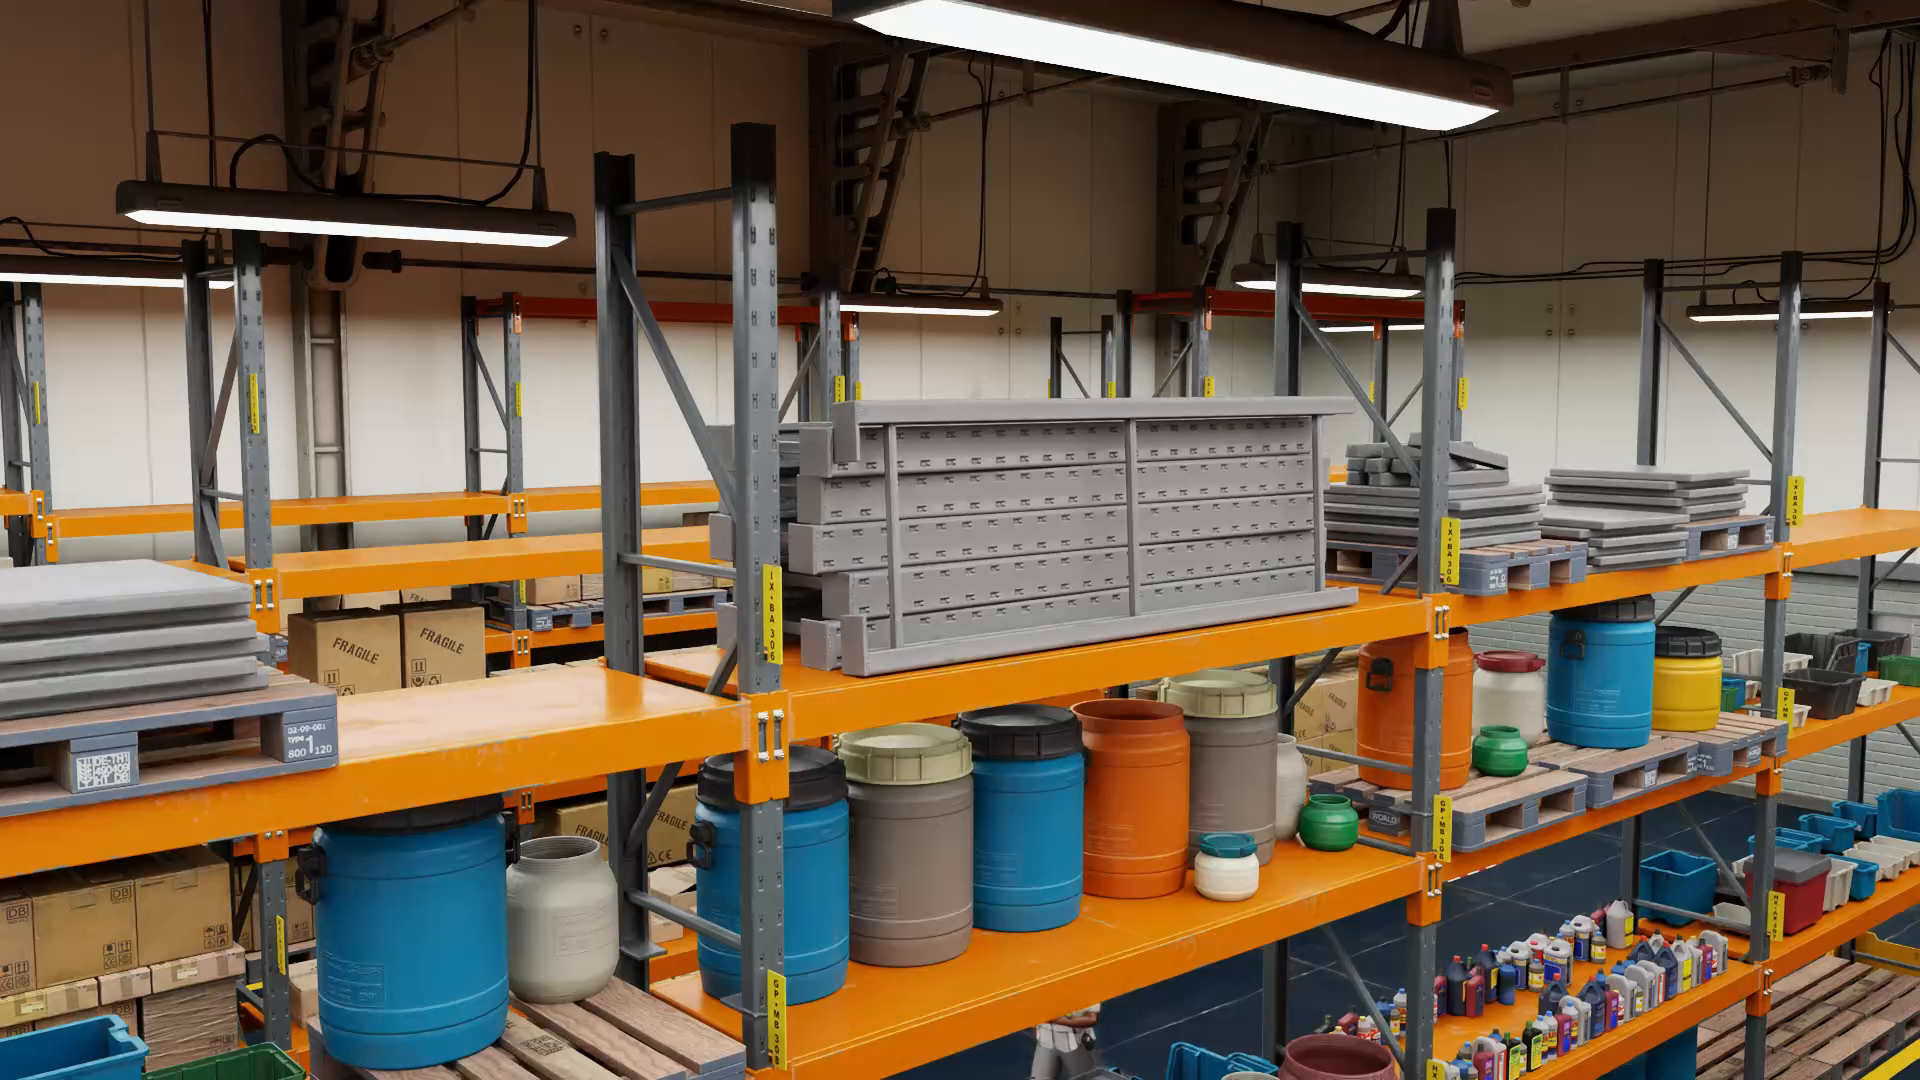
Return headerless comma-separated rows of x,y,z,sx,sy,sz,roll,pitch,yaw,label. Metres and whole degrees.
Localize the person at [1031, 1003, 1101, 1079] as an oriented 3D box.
0.686,3.300,10.761,0.554,1.736,0.796,4,7,36,person
